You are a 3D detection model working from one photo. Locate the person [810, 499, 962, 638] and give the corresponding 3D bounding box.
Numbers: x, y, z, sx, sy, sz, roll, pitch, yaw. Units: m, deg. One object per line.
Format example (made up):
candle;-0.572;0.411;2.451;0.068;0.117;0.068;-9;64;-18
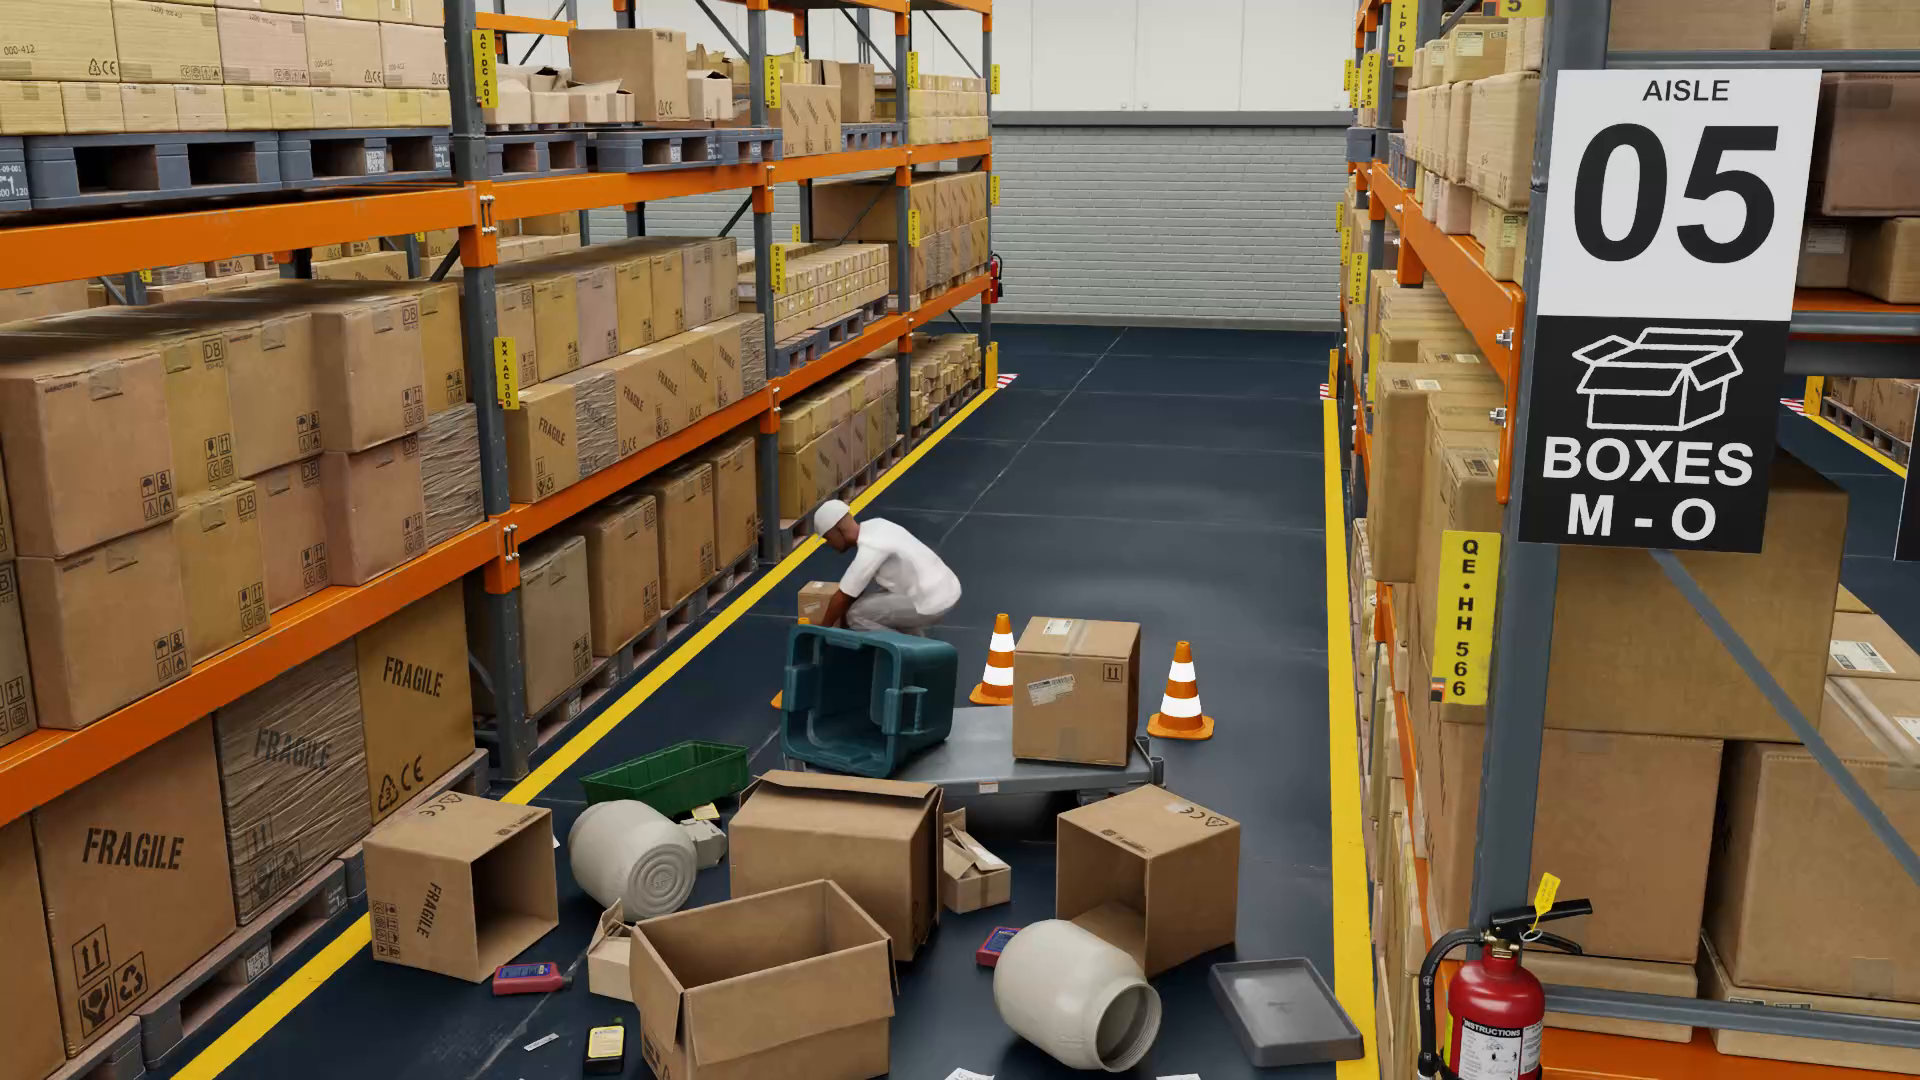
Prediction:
person;-0.452;0.259;9.517;0.895;0.996;0.586;3;15;11
